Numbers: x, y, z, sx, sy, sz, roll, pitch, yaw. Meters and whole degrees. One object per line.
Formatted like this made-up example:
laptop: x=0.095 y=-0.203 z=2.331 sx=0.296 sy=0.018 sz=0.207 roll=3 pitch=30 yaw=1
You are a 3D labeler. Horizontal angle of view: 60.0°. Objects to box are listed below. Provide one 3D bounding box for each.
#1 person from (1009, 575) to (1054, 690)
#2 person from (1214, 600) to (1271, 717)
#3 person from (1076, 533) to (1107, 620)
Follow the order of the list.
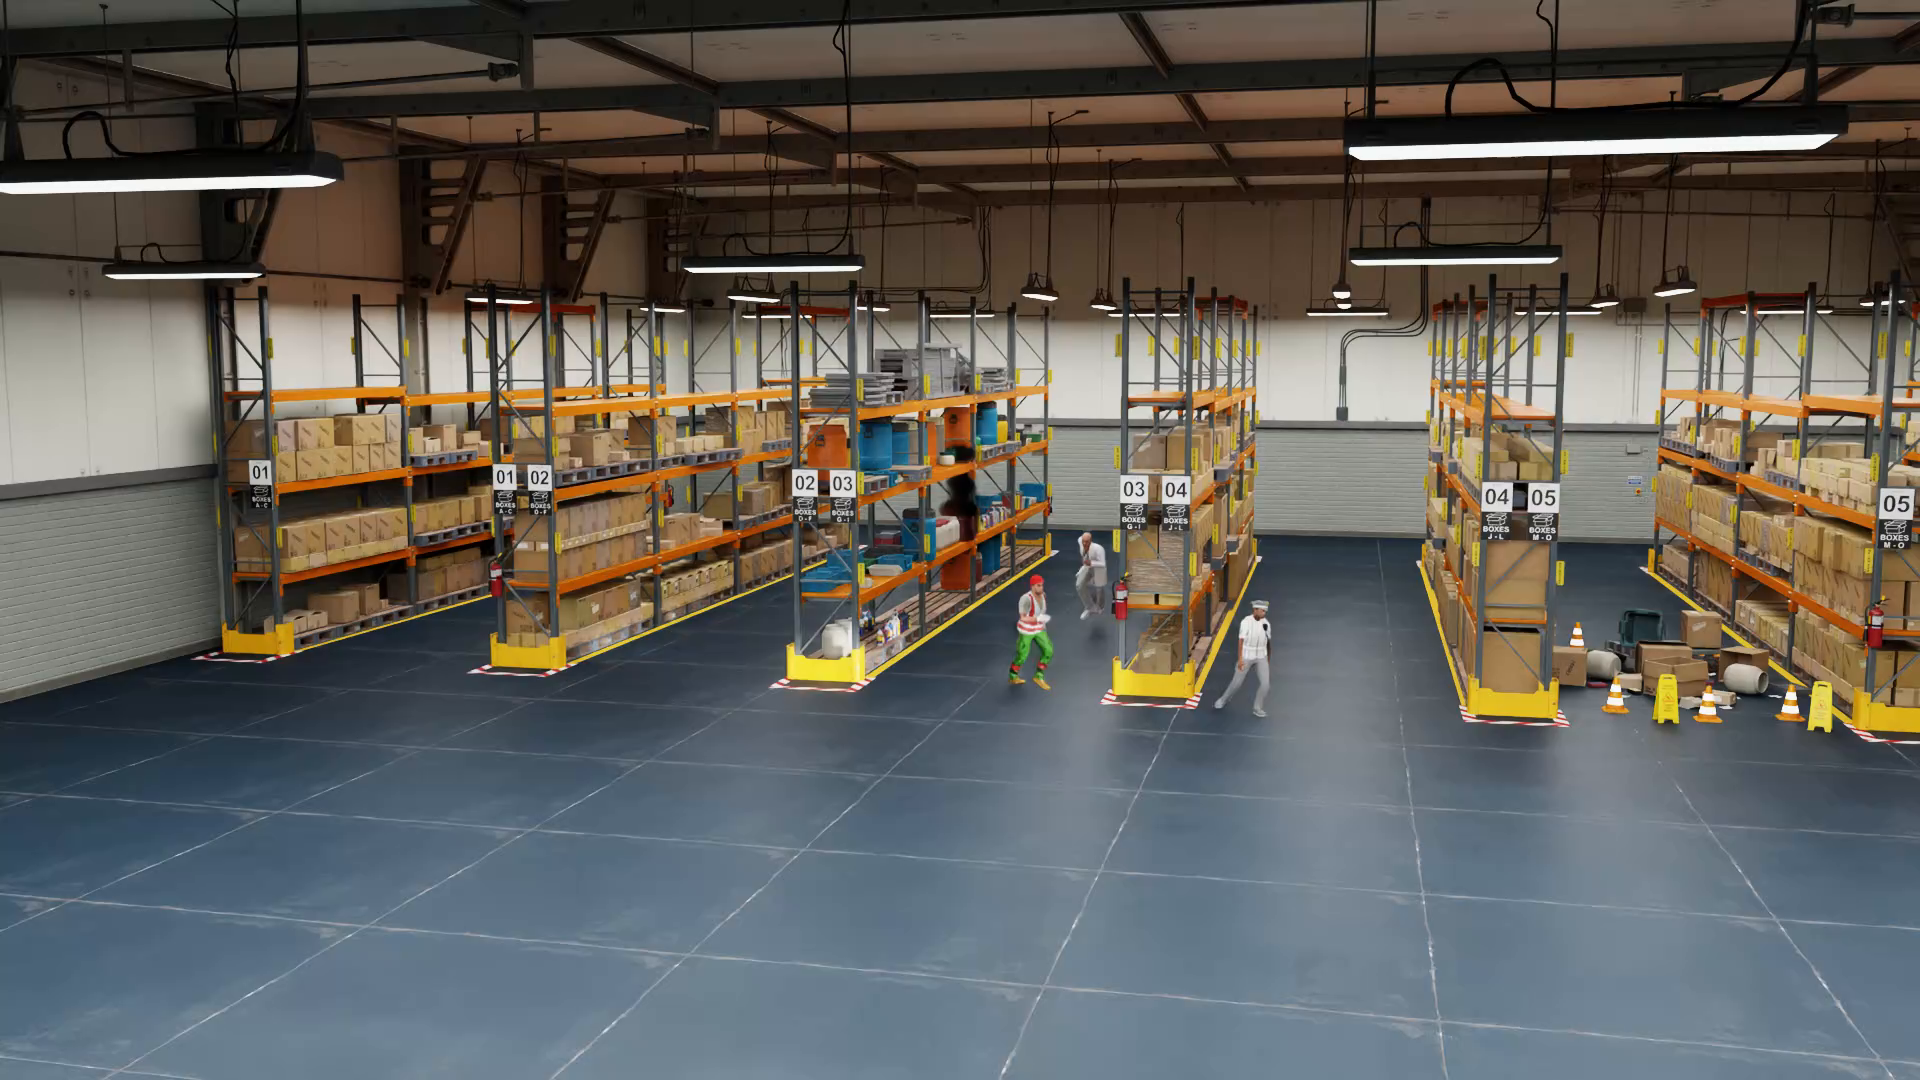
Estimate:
person: x=1.056 y=1.345 z=24.362 sx=0.629 sy=1.723 sz=0.944 roll=-5 pitch=8 yaw=-35
person: x=3.884 y=1.592 z=22.785 sx=0.681 sy=1.605 sz=0.656 roll=-1 pitch=7 yaw=-10
person: x=2.366 y=0.602 z=29.361 sx=0.692 sy=1.557 sz=1.217 roll=4 pitch=7 yaw=29
